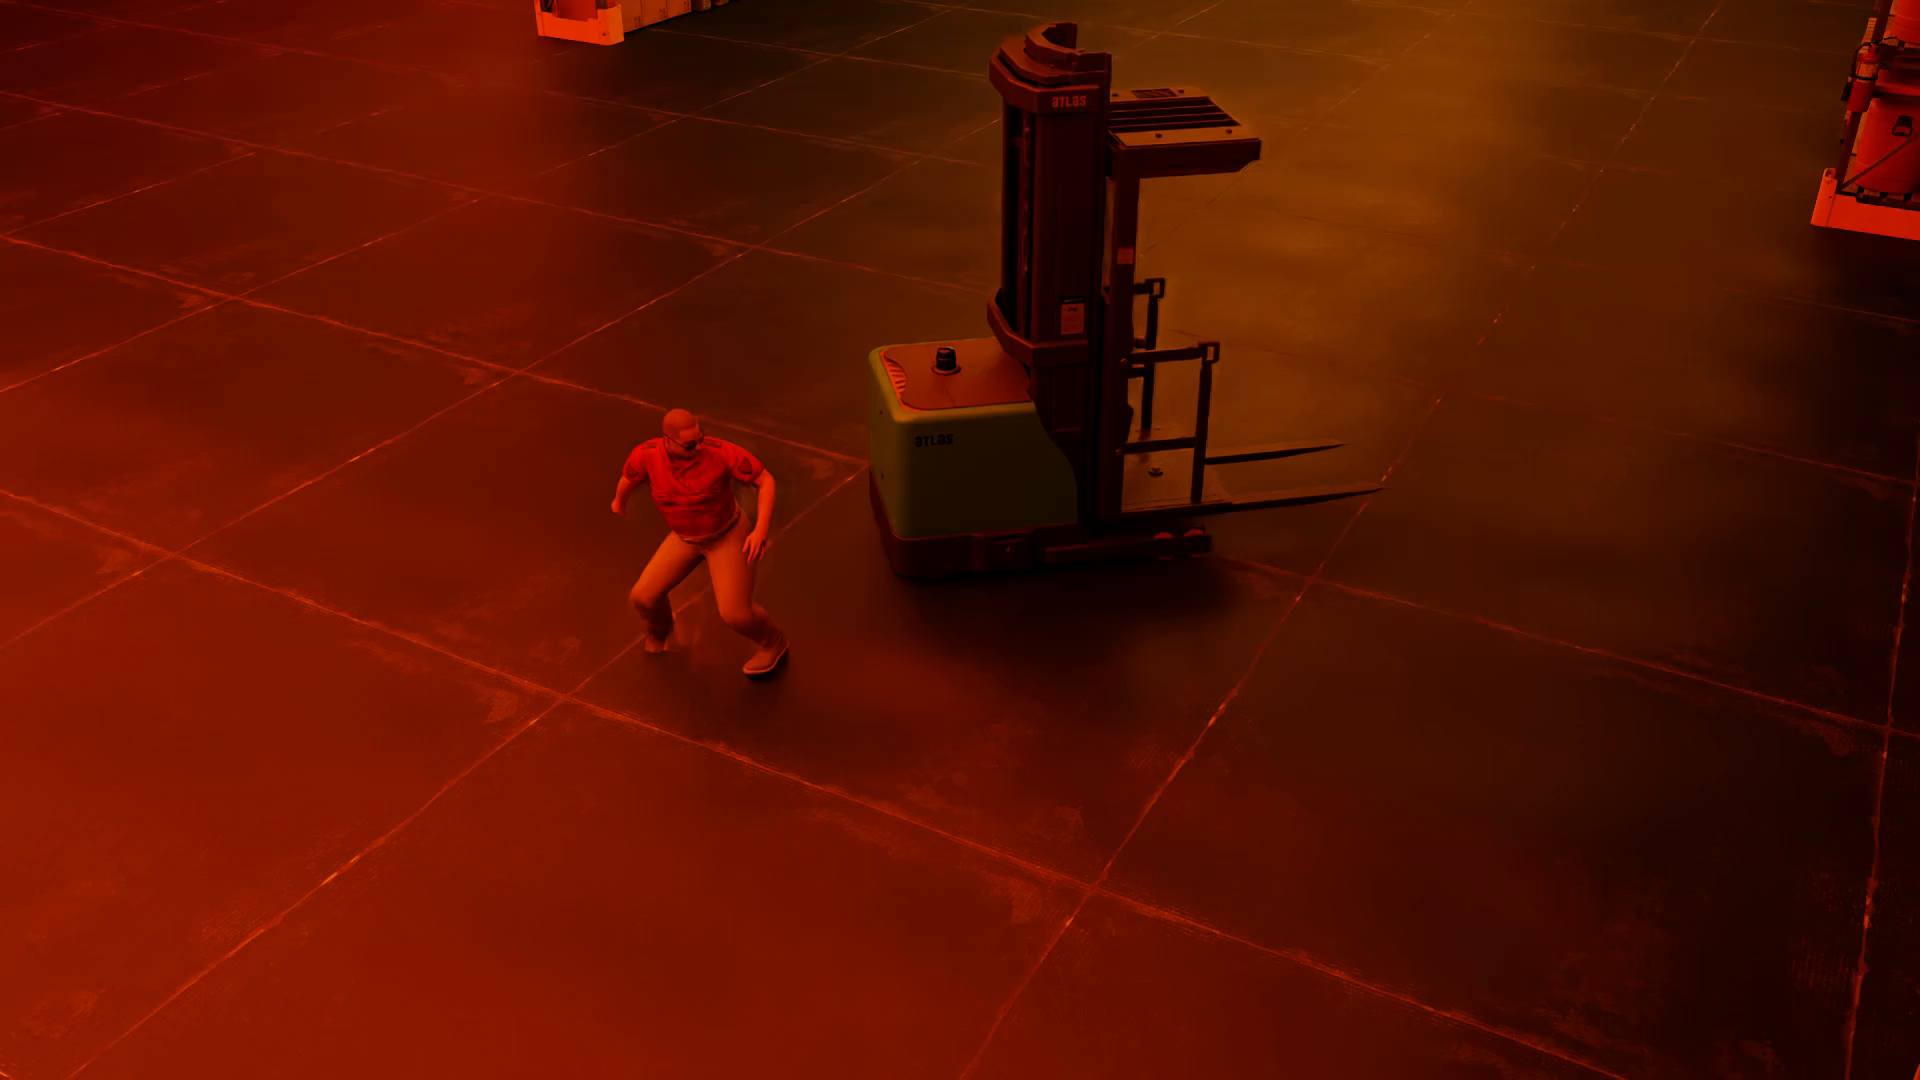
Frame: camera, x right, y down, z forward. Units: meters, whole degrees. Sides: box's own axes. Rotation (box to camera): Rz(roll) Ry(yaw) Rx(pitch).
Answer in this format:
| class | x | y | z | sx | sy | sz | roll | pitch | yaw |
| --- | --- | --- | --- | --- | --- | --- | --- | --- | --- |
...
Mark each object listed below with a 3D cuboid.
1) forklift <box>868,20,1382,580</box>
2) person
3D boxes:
| class | x | y | z | sx | sy | sz | roll | pitch | yaw |
| --- | --- | --- | --- | --- | --- | --- | --- | --- | --- |
| forklift | 1.014 | -1.399 | 9.495 | 3.031 | 2.935 | 1.130 | -6 | 31 | -10 |
| person | -1.387 | 0.030 | 8.500 | 1.028 | 1.662 | 0.549 | 8 | 31 | 14 |
